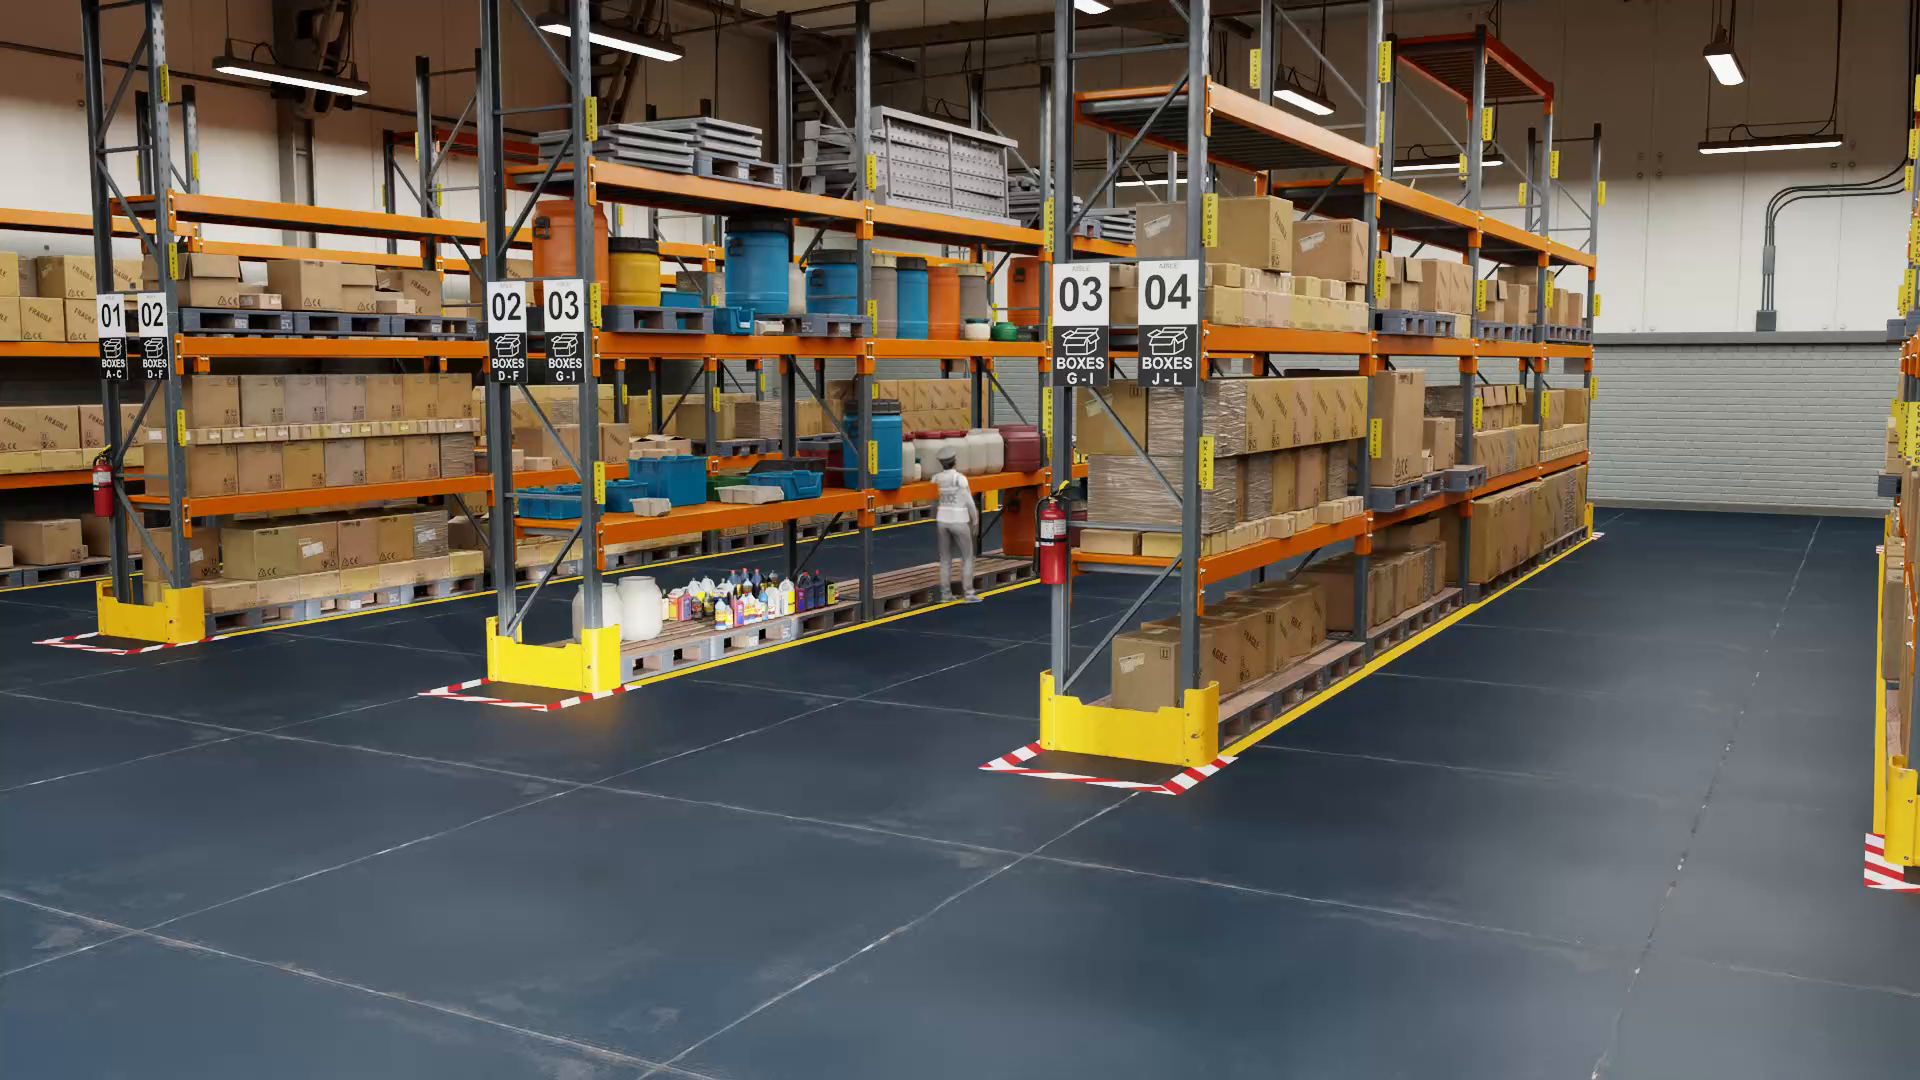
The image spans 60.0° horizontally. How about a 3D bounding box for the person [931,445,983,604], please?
[{"bbox_3d":[-0.067,-0.166,17.767,0.510,1.699,0.486,3,7,30],"label":"person"}]
